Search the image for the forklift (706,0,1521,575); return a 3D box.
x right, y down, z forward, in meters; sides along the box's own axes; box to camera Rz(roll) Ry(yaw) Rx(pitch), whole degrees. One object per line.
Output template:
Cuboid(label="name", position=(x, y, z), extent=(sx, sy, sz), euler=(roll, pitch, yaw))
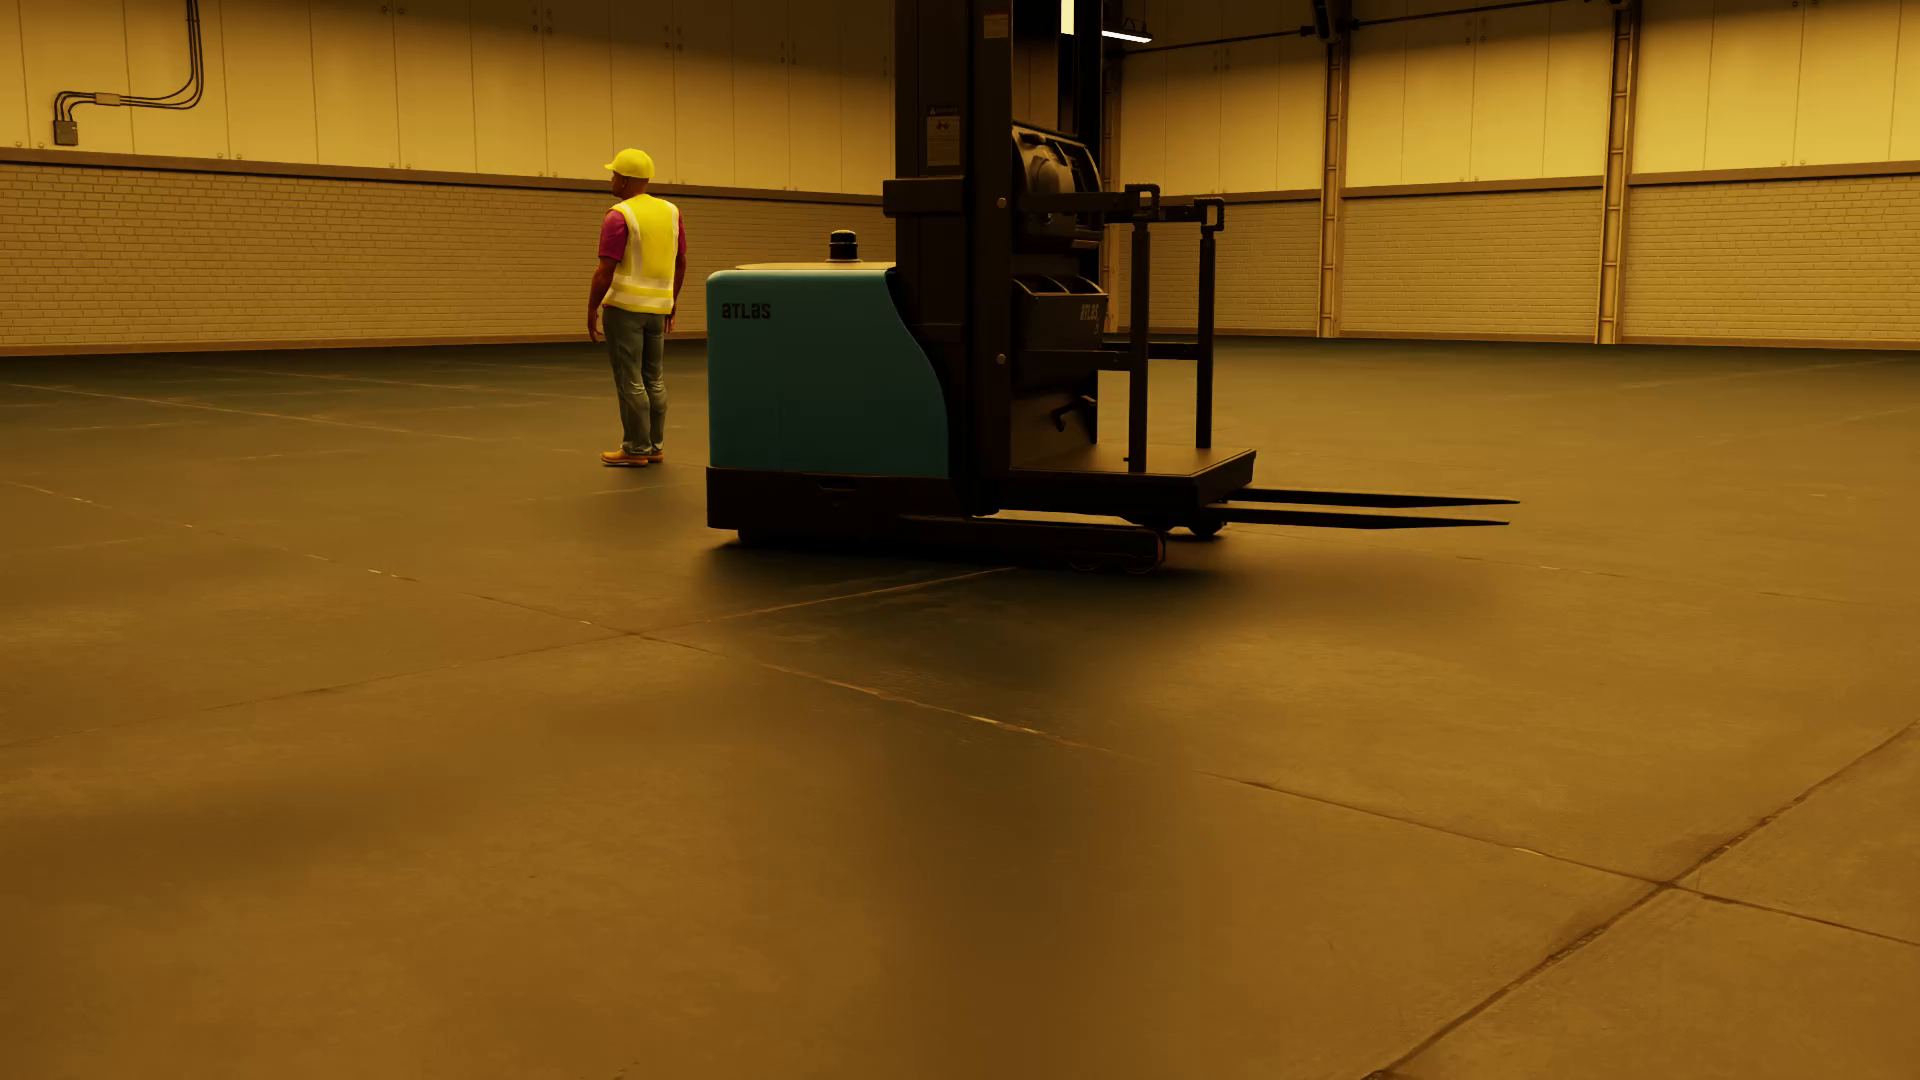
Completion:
Cuboid(label="forklift", position=(0.565, -1.416, 6.275), extent=(3.031, 2.935, 1.130), euler=(3, 9, 22))

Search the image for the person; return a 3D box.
Cuboid(label="person", position=(-1.890, -1.311, 9.442), extent=(0.577, 1.766, 0.666), euler=(6, 10, 35))
